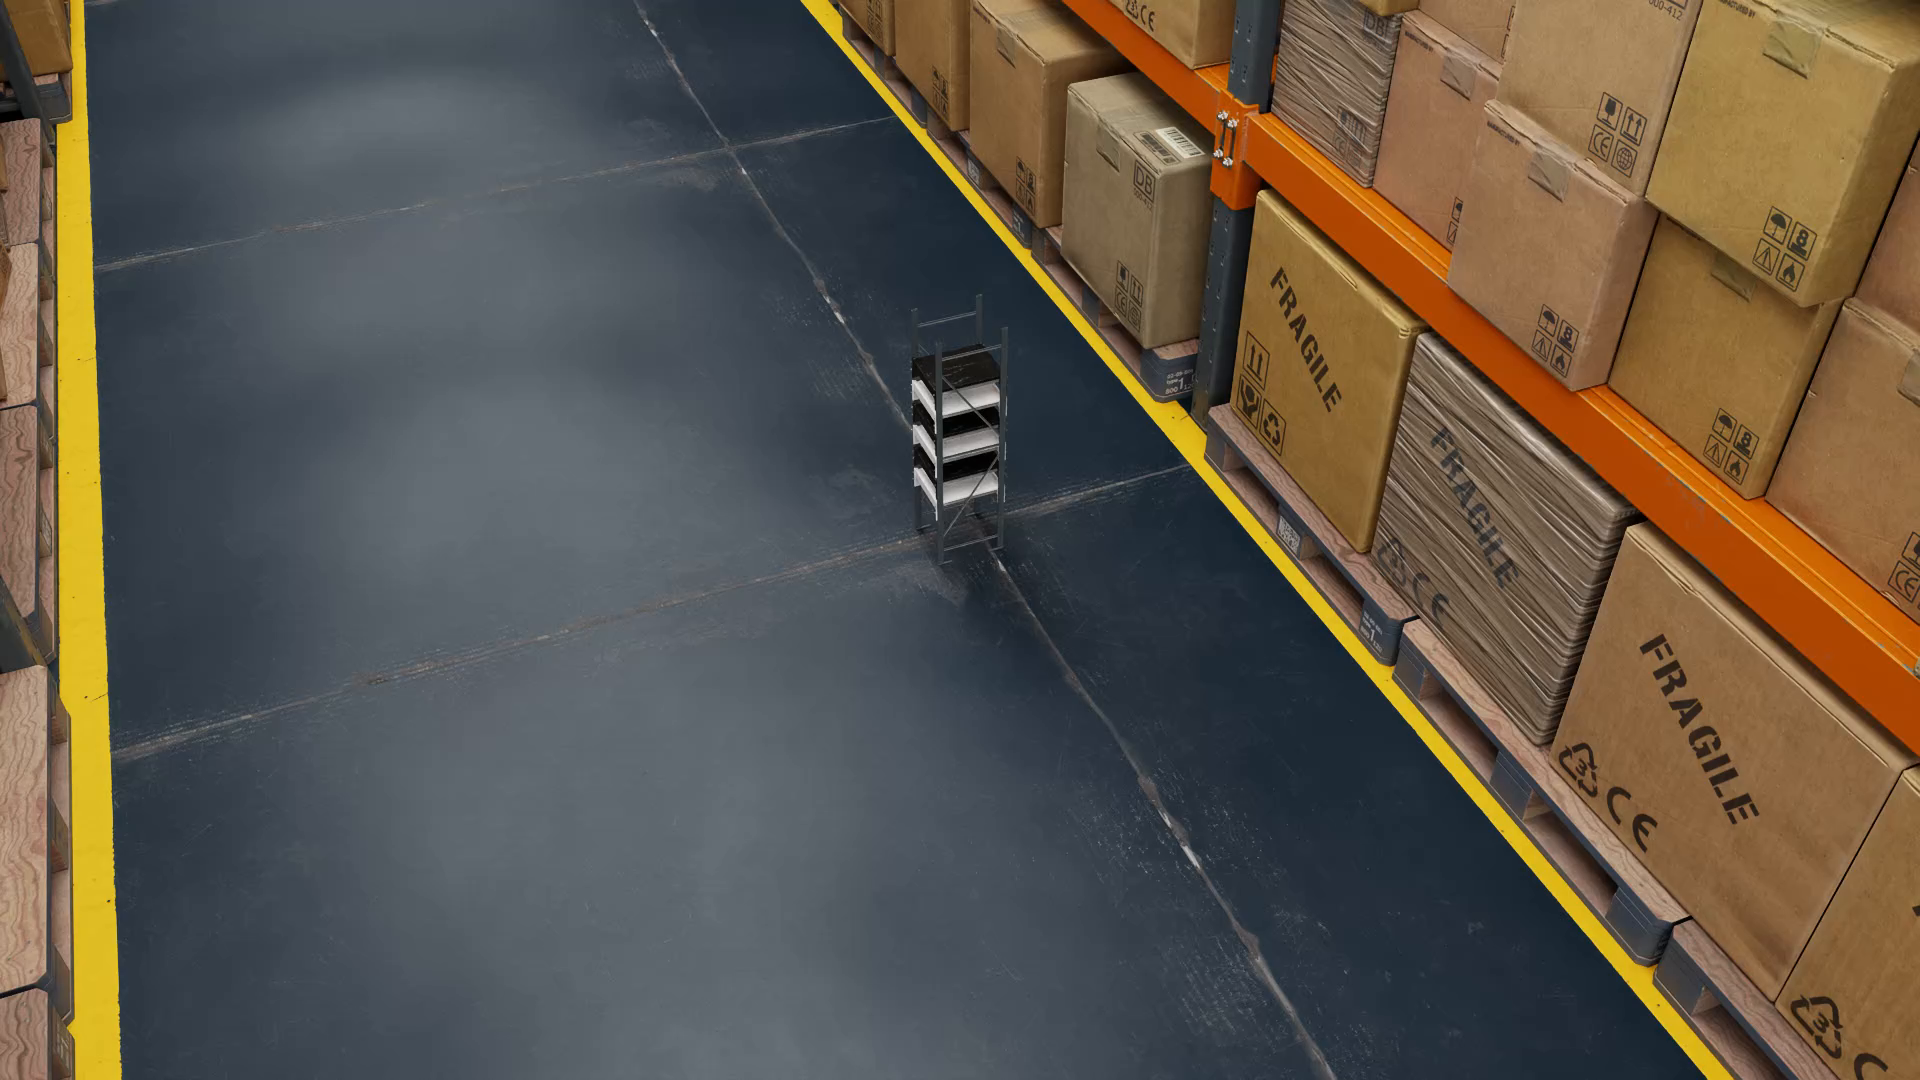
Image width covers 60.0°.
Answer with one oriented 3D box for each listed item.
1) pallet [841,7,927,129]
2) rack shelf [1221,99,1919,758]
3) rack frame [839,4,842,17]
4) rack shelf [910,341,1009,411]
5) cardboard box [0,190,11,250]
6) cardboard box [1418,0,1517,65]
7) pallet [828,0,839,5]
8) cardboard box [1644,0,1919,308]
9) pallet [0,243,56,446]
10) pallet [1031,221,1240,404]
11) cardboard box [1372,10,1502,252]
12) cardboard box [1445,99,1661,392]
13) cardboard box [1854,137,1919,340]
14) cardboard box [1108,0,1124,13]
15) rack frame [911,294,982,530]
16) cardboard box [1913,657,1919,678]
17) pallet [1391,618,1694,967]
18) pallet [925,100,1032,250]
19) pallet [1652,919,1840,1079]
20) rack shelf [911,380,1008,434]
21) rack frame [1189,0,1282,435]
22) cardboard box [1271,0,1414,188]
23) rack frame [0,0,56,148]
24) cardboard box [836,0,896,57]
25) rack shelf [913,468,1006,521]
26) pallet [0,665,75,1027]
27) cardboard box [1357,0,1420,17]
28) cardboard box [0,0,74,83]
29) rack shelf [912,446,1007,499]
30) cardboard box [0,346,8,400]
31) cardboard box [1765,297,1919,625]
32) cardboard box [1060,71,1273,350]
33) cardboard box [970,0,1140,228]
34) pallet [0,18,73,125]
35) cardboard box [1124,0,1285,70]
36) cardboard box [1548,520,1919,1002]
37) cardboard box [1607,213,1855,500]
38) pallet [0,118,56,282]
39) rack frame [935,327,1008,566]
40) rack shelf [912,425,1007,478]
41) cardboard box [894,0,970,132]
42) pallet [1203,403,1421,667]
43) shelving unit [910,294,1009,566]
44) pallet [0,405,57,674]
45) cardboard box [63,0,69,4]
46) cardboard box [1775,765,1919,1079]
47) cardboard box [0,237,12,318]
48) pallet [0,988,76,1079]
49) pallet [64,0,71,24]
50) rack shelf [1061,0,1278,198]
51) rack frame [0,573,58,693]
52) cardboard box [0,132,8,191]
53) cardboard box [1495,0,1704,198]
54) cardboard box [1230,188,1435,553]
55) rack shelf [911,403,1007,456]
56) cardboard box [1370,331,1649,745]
[{"bbox_3d":[0.056,-2.551,8.554,1.003,0.211,1.213,-15,43,-17],"label":"pallet"},{"bbox_3d":[2.119,-0.215,4.251,1.077,0.370,4.000,-15,43,-17],"label":"rack shelf"},{"bbox_3d":[-0.176,-4.102,8.219,1.000,3.000,0.127,-15,43,-17],"label":"rack frame"},{"bbox_3d":[-0.003,-0.526,5.308,0.258,0.077,0.200,-15,43,-17],"label":"rack shelf"},{"bbox_3d":[-4.299,-1.415,6.674,0.700,0.500,0.500,-19,44,-20],"label":"cardboard box"},{"bbox_3d":[1.781,-1.625,4.396,0.875,0.550,0.550,-15,43,-17],"label":"cardboard box"},{"bbox_3d":[-0.474,-3.516,9.676,1.003,0.211,1.213,-15,43,-17],"label":"pallet"},{"bbox_3d":[2.071,-0.949,3.609,0.875,0.550,0.500,-15,43,-17],"label":"cardboard box"},{"bbox_3d":[-4.037,-0.663,6.359,1.003,0.211,1.213,-15,43,-17],"label":"pallet"},{"bbox_3d":[0.989,-1.081,6.845,1.003,0.211,1.213,-15,43,-17],"label":"pallet"},{"bbox_3d":[1.738,-1.204,4.735,0.875,0.550,0.550,-15,43,-17],"label":"cardboard box"},{"bbox_3d":[1.836,-0.850,4.322,0.875,0.550,0.550,-15,43,-17],"label":"cardboard box"},{"bbox_3d":[2.394,-0.662,3.276,0.875,0.550,0.550,-15,43,-17],"label":"cardboard box"},{"bbox_3d":[0.714,-2.282,6.027,0.500,0.500,0.500,-16,43,-17],"label":"cardboard box"},{"bbox_3d":[-0.042,-0.407,5.534,0.240,0.900,0.006,-15,43,-17],"label":"rack frame"},{"bbox_3d":[2.470,0.122,3.192,0.875,0.550,0.550,-15,43,-17],"label":"cardboard box"},{"bbox_3d":[2.044,0.579,4.915,1.003,0.211,1.213,-15,43,-17],"label":"pallet"},{"bbox_3d":[0.519,-1.817,7.701,1.003,0.211,1.213,-15,43,-17],"label":"pallet"},{"bbox_3d":[2.506,1.313,4.062,1.003,0.211,1.213,-15,43,-17],"label":"pallet"},{"bbox_3d":[-0.003,-0.457,5.367,0.258,0.077,0.200,-15,43,-17],"label":"rack shelf"},{"bbox_3d":[1.354,-1.692,5.417,1.000,3.000,0.127,-15,43,-17],"label":"rack frame"},{"bbox_3d":[1.506,-1.530,5.113,0.875,0.550,0.550,-15,43,-17],"label":"cardboard box"},{"bbox_3d":[-4.797,-2.925,6.851,1.000,3.000,0.127,-15,43,-17],"label":"rack frame"},{"bbox_3d":[-0.026,-3.019,8.363,1.050,0.750,0.750,-16,43,-17],"label":"cardboard box"},{"bbox_3d":[-0.003,-0.184,5.601,0.258,0.077,0.200,-15,43,-17],"label":"rack shelf"},{"bbox_3d":[-2.977,0.937,4.498,1.003,0.211,1.213,-15,43,-17],"label":"pallet"},{"bbox_3d":[1.464,-1.928,4.748,0.875,0.550,0.550,-15,43,-17],"label":"cardboard box"},{"bbox_3d":[-5.042,-2.700,7.897,1.225,0.875,0.875,-17,44,-19],"label":"cardboard box"},{"bbox_3d":[-0.003,-0.253,5.543,0.258,0.077,0.200,-15,43,-17],"label":"rack shelf"},{"bbox_3d":[-3.862,-0.739,5.888,0.700,0.500,0.500,-19,44,-20],"label":"cardboard box"},{"bbox_3d":[2.372,-0.246,3.621,0.875,0.550,0.550,-15,43,-17],"label":"cardboard box"},{"bbox_3d":[1.034,-1.350,6.423,1.050,0.750,0.750,-15,43,-17],"label":"cardboard box"},{"bbox_3d":[0.668,-1.932,7.099,1.050,0.750,0.750,-15,43,-17],"label":"cardboard box"},{"bbox_3d":[-5.030,-2.362,8.335,1.003,0.211,1.213,-15,43,-17],"label":"pallet"},{"bbox_3d":[0.908,-1.978,5.673,0.500,0.500,0.500,-15,43,-17],"label":"cardboard box"},{"bbox_3d":[2.226,0.442,4.243,0.875,0.875,0.875,-16,43,-18],"label":"cardboard box"},{"bbox_3d":[2.131,-0.555,3.980,0.875,0.550,0.500,-15,43,-17],"label":"cardboard box"},{"bbox_3d":[-4.500,-1.397,7.213,1.003,0.211,1.213,-15,43,-17],"label":"pallet"},{"bbox_3d":[0.036,-0.285,5.391,0.240,0.900,0.006,-15,43,-17],"label":"rack frame"},{"bbox_3d":[-0.003,-0.321,5.484,0.258,0.077,0.200,-15,43,-17],"label":"rack shelf"},{"bbox_3d":[0.311,-2.493,7.752,1.050,0.750,0.750,-14,43,-16],"label":"cardboard box"},{"bbox_3d":[1.573,-0.157,5.771,1.003,0.211,1.213,-15,43,-17],"label":"pallet"},{"bbox_3d":[-0.003,-0.346,5.462,0.258,0.900,0.210,-15,43,-17],"label":"shelving unit"},{"bbox_3d":[-3.566,0.073,5.503,1.003,0.211,1.213,-15,43,-17],"label":"pallet"},{"bbox_3d":[-5.376,-3.239,8.523,1.225,0.875,0.875,-15,43,-17],"label":"cardboard box"},{"bbox_3d":[2.564,0.972,3.627,0.875,0.875,0.875,-15,43,-17],"label":"cardboard box"},{"bbox_3d":[-4.075,-1.075,6.279,0.700,0.500,0.500,-12,42,-13],"label":"cardboard box"},{"bbox_3d":[-2.507,1.673,3.642,1.003,0.211,1.213,-15,43,-17],"label":"pallet"},{"bbox_3d":[-5.492,-3.096,9.188,1.003,0.211,1.213,-15,43,-17],"label":"pallet"},{"bbox_3d":[0.589,-2.624,7.053,1.077,0.370,4.000,-15,43,-17],"label":"rack shelf"},{"bbox_3d":[-3.267,-0.516,4.049,1.000,3.000,0.127,-15,43,-17],"label":"rack frame"},{"bbox_3d":[-4.523,-1.746,7.059,0.700,0.500,0.500,-17,44,-19],"label":"cardboard box"},{"bbox_3d":[1.861,-1.266,3.978,0.875,0.550,0.550,-15,43,-17],"label":"cardboard box"},{"bbox_3d":[1.530,-0.650,5.512,0.875,0.875,0.875,-14,43,-16],"label":"cardboard box"},{"bbox_3d":[-0.003,-0.389,5.425,0.258,0.077,0.200,-15,43,-17],"label":"rack shelf"},{"bbox_3d":[1.879,-0.107,4.882,0.875,0.875,0.875,-15,43,-17],"label":"cardboard box"}]
